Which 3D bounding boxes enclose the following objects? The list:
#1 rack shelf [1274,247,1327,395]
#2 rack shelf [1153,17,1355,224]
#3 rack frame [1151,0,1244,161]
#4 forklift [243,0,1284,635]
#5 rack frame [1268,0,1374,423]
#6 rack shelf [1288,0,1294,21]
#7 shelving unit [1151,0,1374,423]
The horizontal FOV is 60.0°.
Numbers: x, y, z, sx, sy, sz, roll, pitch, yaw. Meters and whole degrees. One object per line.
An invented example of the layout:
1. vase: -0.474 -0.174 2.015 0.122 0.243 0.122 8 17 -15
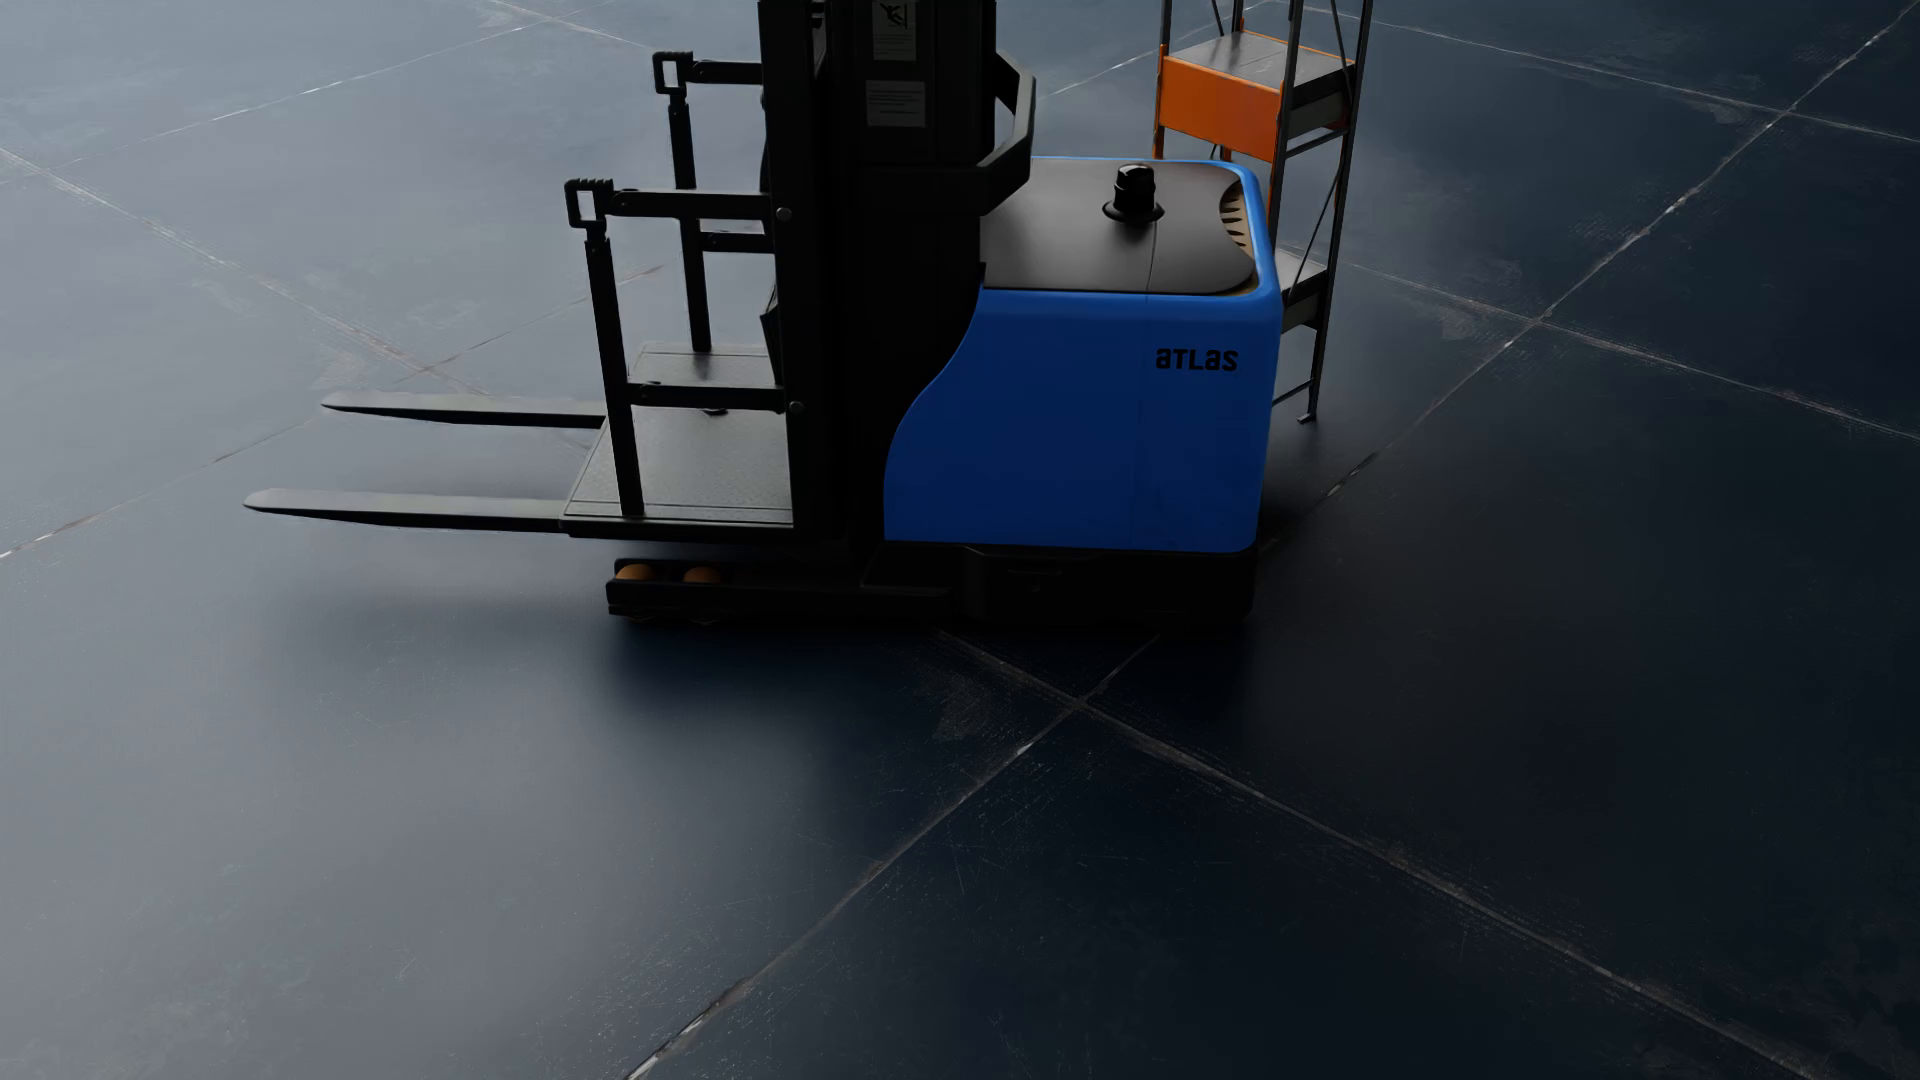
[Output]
1. rack shelf: 0.945 -0.749 5.746 0.431 0.518 0.480 -28 43 -35
2. rack shelf: 0.945 -1.326 5.350 0.431 0.518 0.480 -28 43 -35
3. rack frame: 0.776 -1.437 5.488 0.400 2.100 0.015 -28 43 -35
4. forklift: -0.630 -1.258 4.493 3.031 2.935 1.130 2 35 3
5. rack frame: 1.113 -1.237 5.196 0.400 2.100 0.015 -28 43 -35
6. rack shelf: 0.945 -1.903 4.953 0.431 0.518 0.480 -28 43 -35
7. shelving unit: 0.945 -1.337 5.342 0.431 2.100 0.503 -28 43 -35
